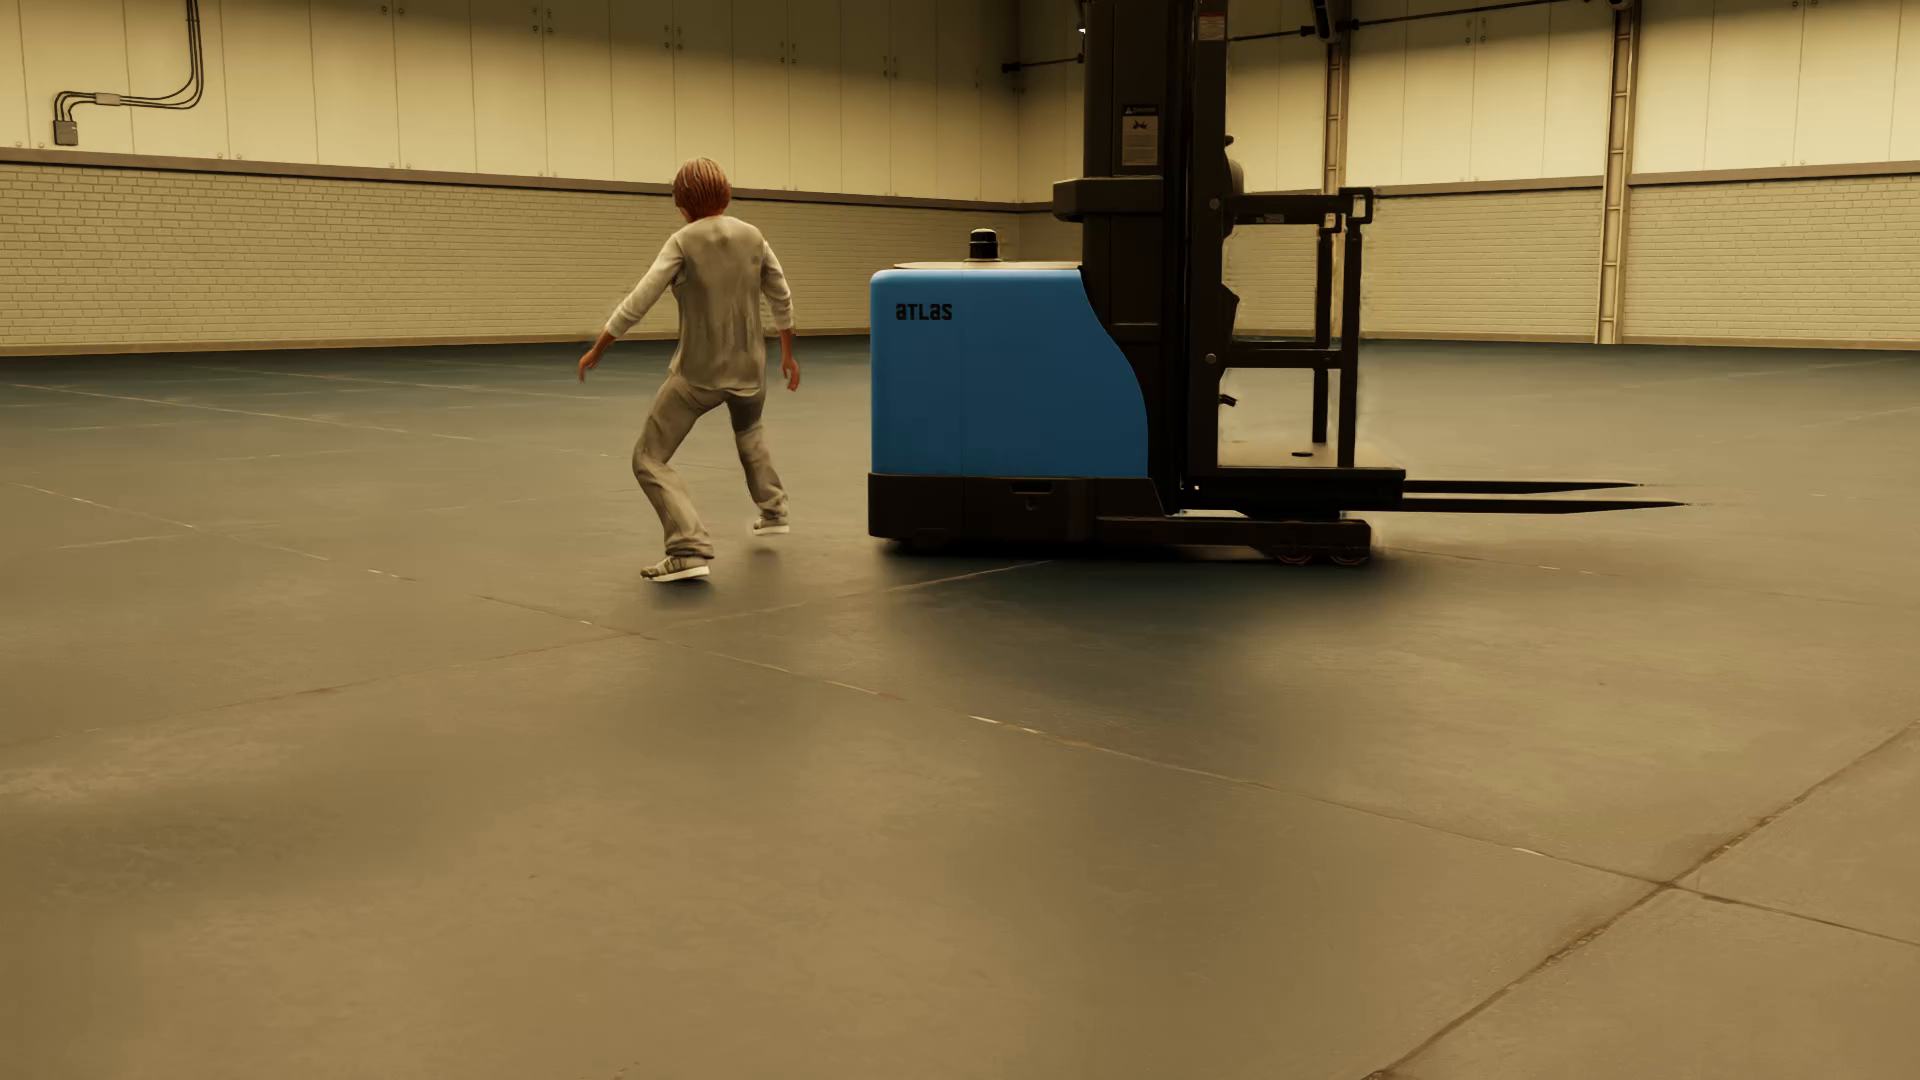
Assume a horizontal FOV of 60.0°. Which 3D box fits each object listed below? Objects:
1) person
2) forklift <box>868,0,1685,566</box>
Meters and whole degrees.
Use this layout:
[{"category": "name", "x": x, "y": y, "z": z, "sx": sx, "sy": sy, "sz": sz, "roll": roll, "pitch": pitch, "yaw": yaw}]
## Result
[{"category": "person", "x": -0.920, "y": -0.616, "z": 5.984, "sx": 0.814, "sy": 1.473, "sz": 0.618, "roll": -6, "pitch": 10, "yaw": -33}, {"category": "forklift", "x": 1.202, "y": -1.439, "z": 6.427, "sx": 3.031, "sy": 2.935, "sz": 1.130, "roll": 1, "pitch": 9, "yaw": 6}]
